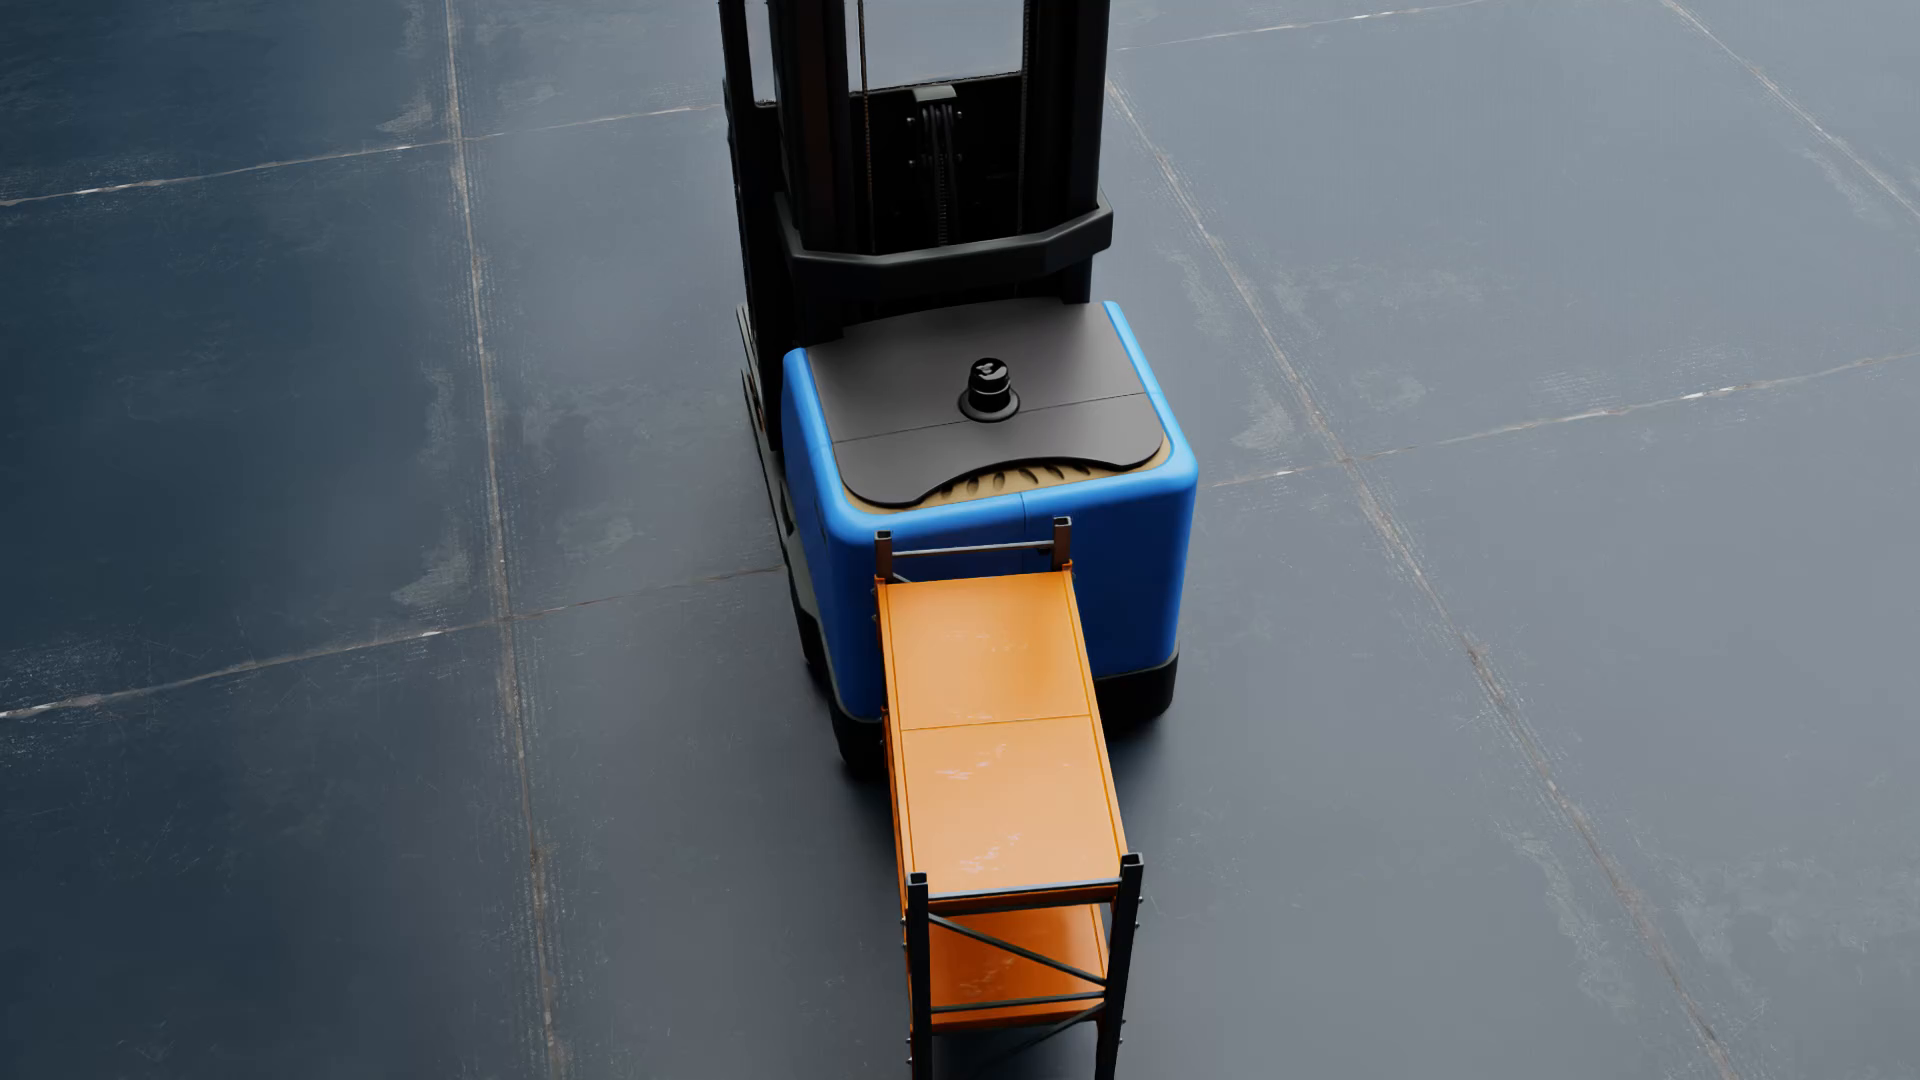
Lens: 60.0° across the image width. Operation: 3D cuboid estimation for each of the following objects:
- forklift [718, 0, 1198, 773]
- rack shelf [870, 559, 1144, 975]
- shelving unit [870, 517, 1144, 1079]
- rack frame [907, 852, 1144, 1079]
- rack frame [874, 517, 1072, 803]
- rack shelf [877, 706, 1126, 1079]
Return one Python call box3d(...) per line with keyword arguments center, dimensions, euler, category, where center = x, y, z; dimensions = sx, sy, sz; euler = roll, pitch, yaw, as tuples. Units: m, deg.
box3d(center=(-0.185, -1.404, 5.073), dimensions=(1.130, 2.935, 3.031), euler=(-10, 46, -10), category="forklift")
box3d(center=(0.086, 0.519, 4.044), dimensions=(0.538, 0.278, 1.000), euler=(-4, 46, -4), category="rack shelf")
box3d(center=(0.086, 0.724, 4.253), dimensions=(0.538, 1.125, 1.048), euler=(-4, 46, -4), category="shelving unit")
box3d(center=(0.138, 1.085, 3.899), dimensions=(0.500, 1.125, 0.032), euler=(-4, 46, -4), category="rack frame")
box3d(center=(0.033, 0.363, 4.607), dimensions=(0.500, 1.125, 0.032), euler=(-4, 46, -4), category="rack frame")
box3d(center=(0.086, 0.895, 4.427), dimensions=(0.538, 0.278, 1.000), euler=(-4, 46, -4), category="rack shelf")
